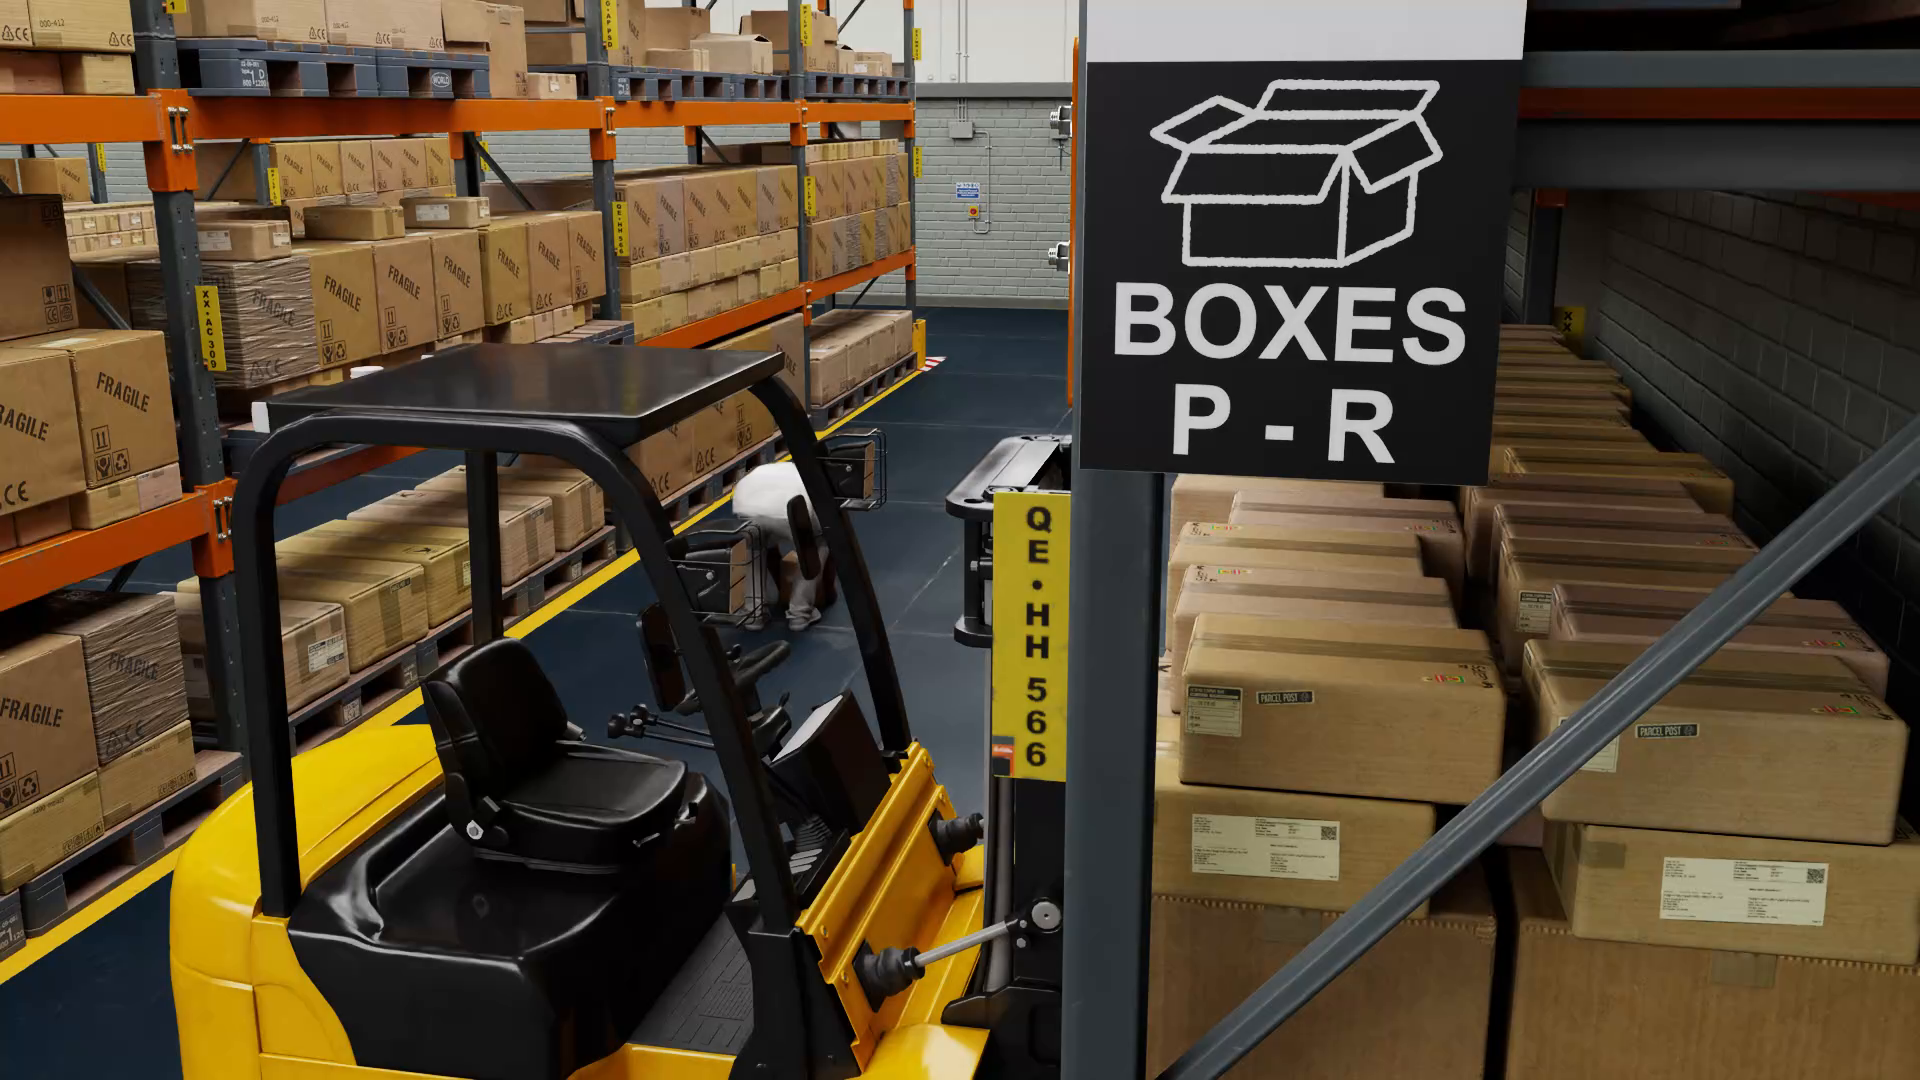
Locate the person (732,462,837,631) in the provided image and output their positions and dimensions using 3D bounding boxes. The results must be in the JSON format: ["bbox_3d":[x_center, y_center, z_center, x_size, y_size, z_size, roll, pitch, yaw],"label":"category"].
[{"bbox_3d":[-0.960,-0.012,9.215,0.501,0.915,0.976,2,15,9],"label":"person"}]
